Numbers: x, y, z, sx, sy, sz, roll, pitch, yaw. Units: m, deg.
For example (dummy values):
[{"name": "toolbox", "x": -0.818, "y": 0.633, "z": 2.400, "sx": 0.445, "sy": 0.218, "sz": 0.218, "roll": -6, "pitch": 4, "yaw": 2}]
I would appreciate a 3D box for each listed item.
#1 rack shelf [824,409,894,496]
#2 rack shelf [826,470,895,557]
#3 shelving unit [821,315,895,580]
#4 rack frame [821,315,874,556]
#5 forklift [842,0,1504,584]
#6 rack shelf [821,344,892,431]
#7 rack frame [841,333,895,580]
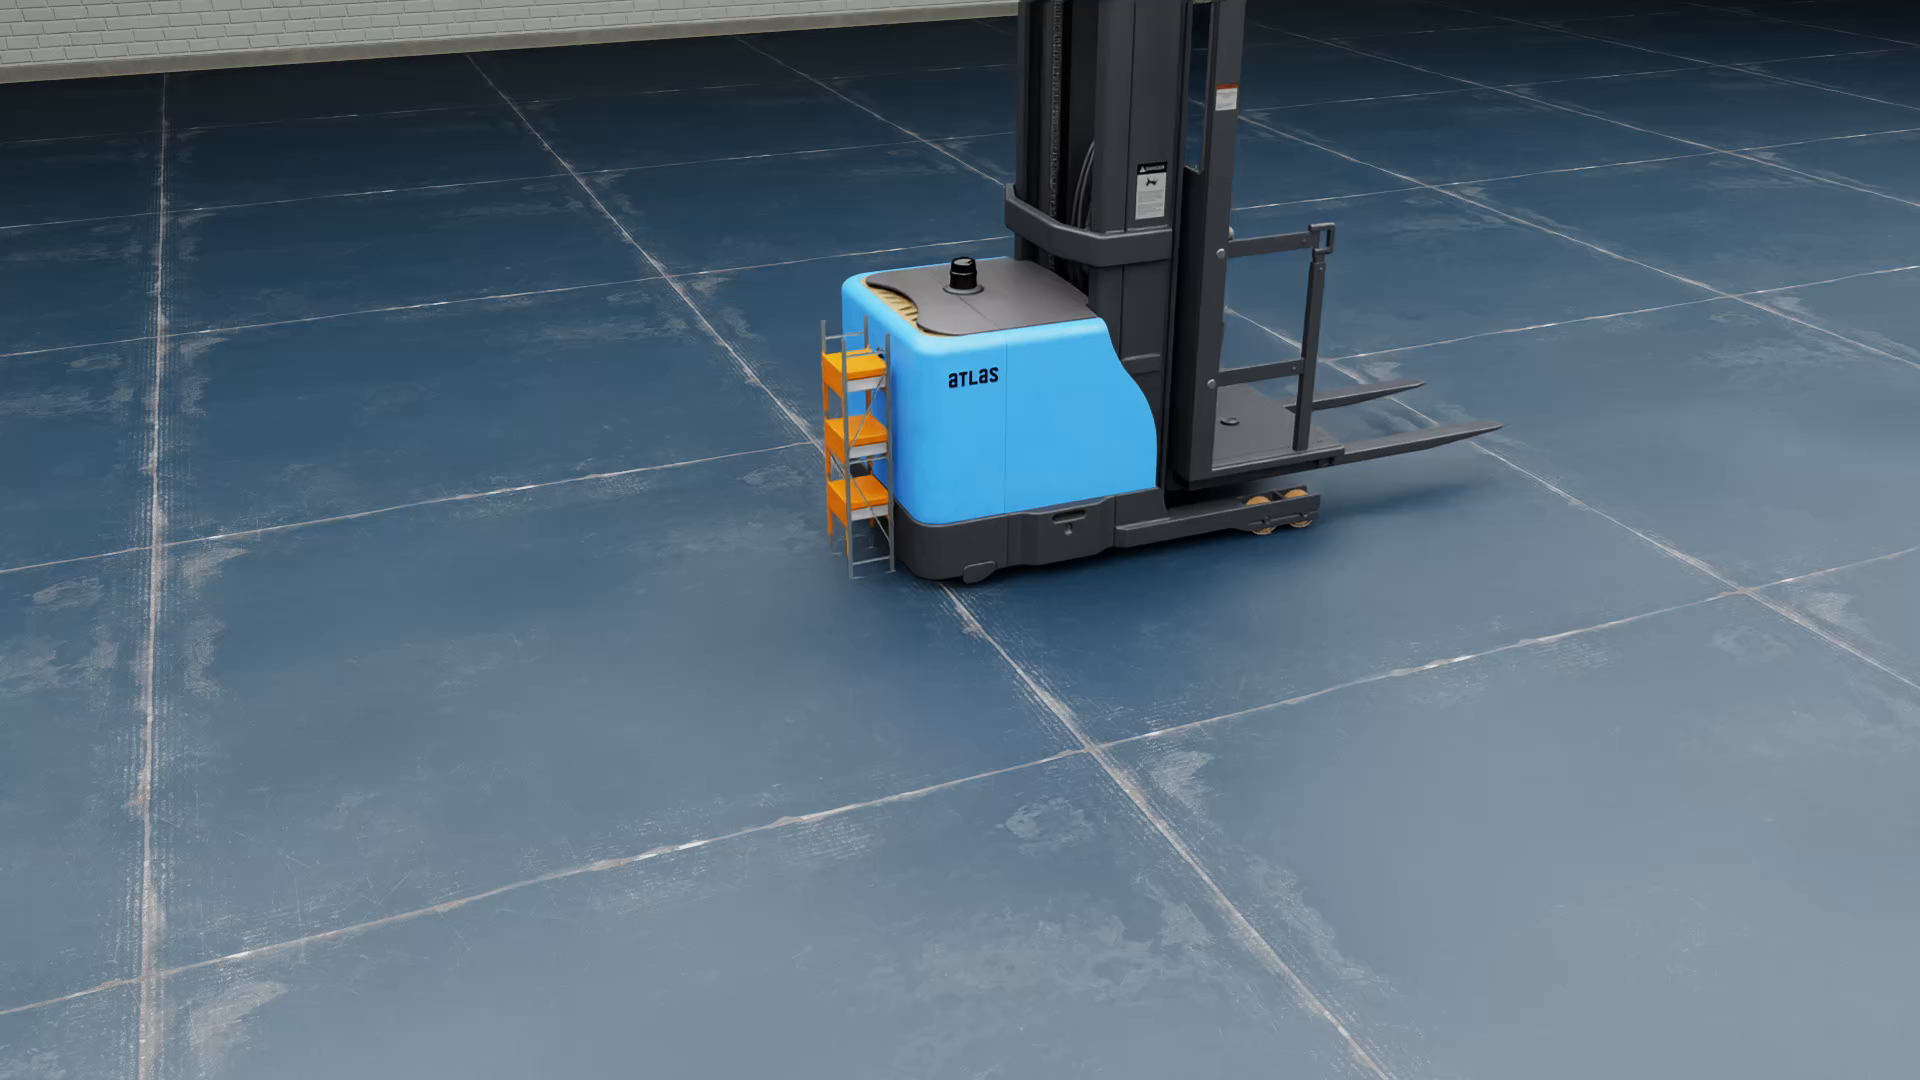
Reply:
[{"name": "rack shelf", "x": -0.416, "y": -0.362, "z": 6.818, "sx": 0.215, "sy": 0.259, "sz": 0.240, "roll": -11, "pitch": 28, "yaw": -21}, {"name": "rack shelf", "x": -0.416, "y": -0.112, "z": 6.940, "sx": 0.215, "sy": 0.259, "sz": 0.240, "roll": -11, "pitch": 28, "yaw": -21}, {"name": "shelving unit", "x": -0.416, "y": -0.371, "z": 6.814, "sx": 0.215, "sy": 1.050, "sz": 0.252, "roll": -11, "pitch": 28, "yaw": -21}, {"name": "rack frame", "x": -0.464, "y": -0.420, "z": 6.914, "sx": 0.200, "sy": 1.050, "sz": 0.008, "roll": -11, "pitch": 28, "yaw": -21}, {"name": "forklift", "x": 1.046, "y": -1.542, "z": 7.068, "sx": 3.031, "sy": 2.935, "sz": 1.130, "roll": -10, "pitch": 28, "yaw": -20}, {"name": "rack shelf", "x": -0.416, "y": -0.617, "z": 6.694, "sx": 0.215, "sy": 0.259, "sz": 0.240, "roll": -11, "pitch": 28, "yaw": -21}, {"name": "rack frame", "x": -0.368, "y": -0.322, "z": 6.713, "sx": 0.200, "sy": 1.050, "sz": 0.008, "roll": -11, "pitch": 28, "yaw": -21}]
